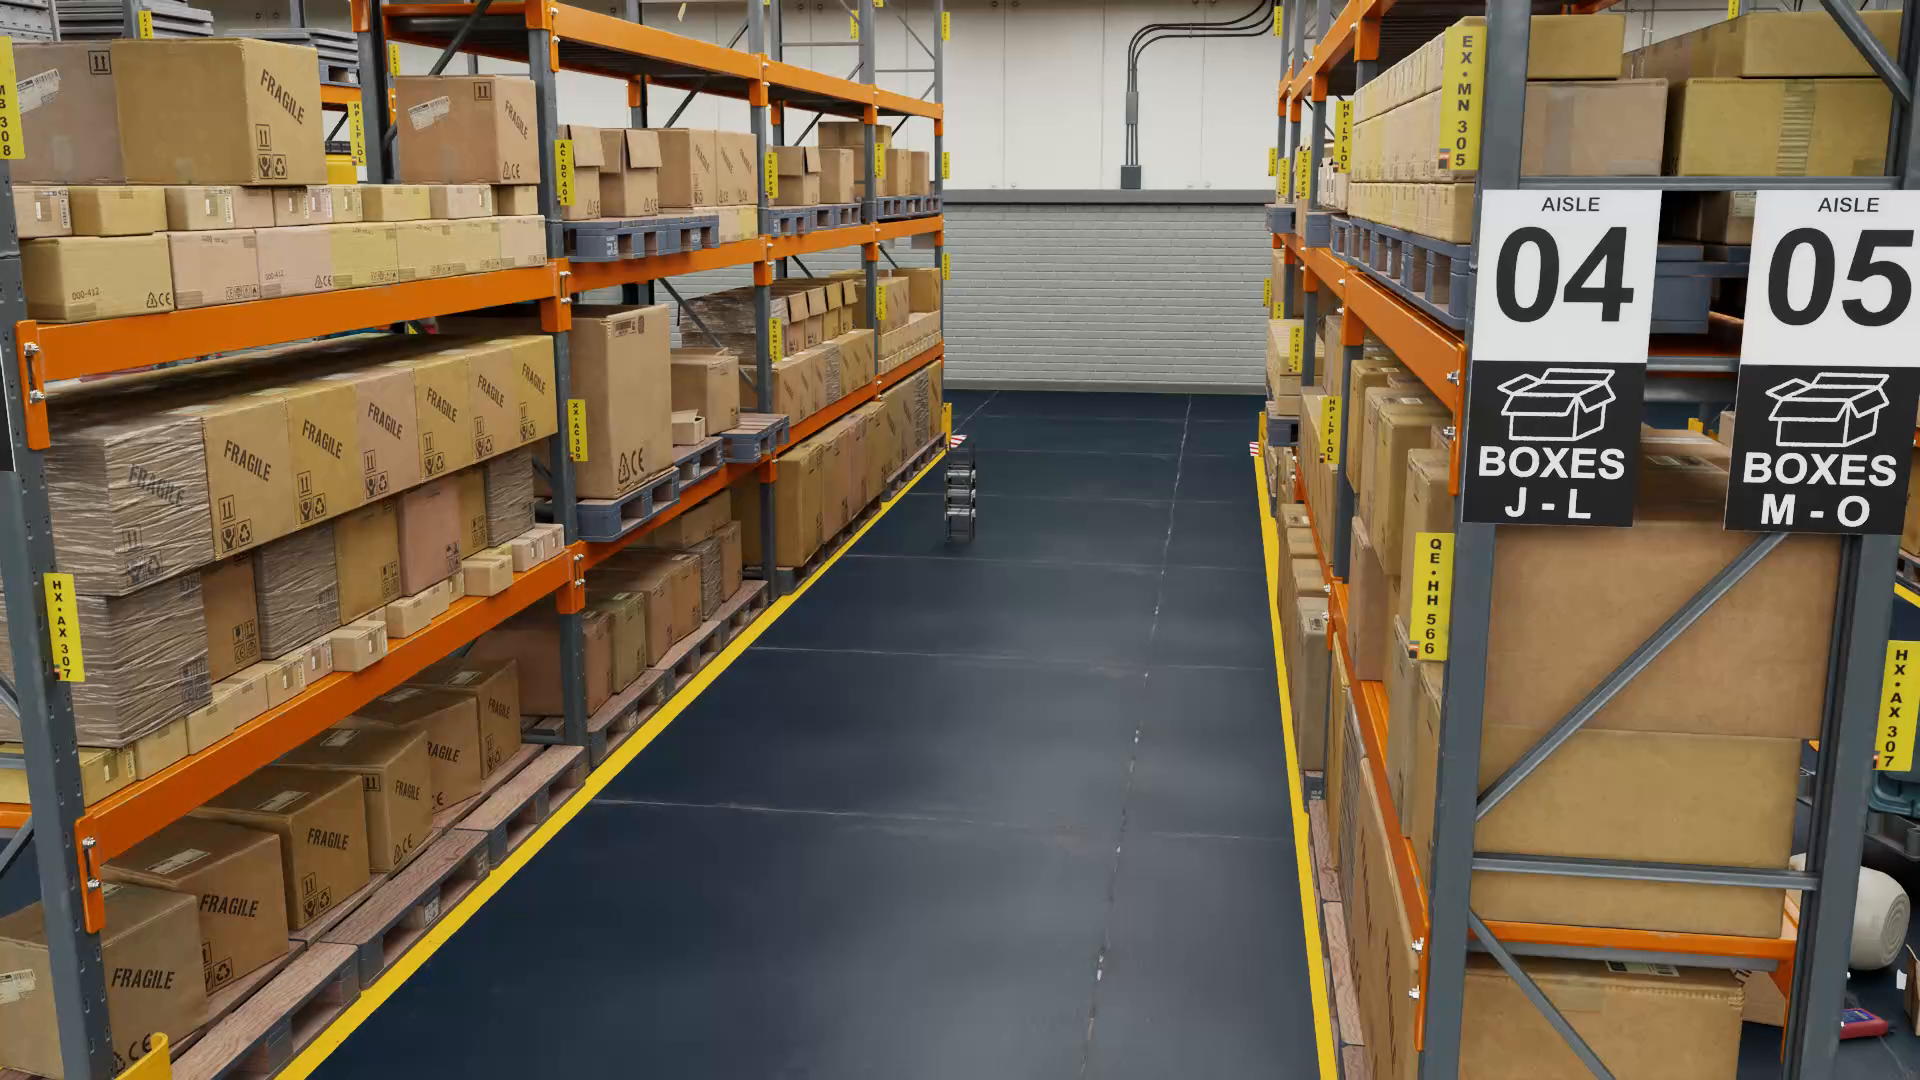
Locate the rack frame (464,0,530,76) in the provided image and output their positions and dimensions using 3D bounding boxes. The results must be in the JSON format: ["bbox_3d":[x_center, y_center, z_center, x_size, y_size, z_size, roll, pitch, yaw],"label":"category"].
[{"bbox_3d":[-5.602,-5.761,20.622,1.000,3.000,0.127,2,12,9],"label":"rack frame"}]

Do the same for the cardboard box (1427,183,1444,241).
[{"bbox_3d":[1.472,-0.886,4.482,0.380,0.149,0.250,2,12,9],"label":"cardboard box"}]

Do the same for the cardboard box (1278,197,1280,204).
[{"bbox_3d":[3.704,-3.577,17.963,0.500,0.250,0.500,1,12,7],"label":"cardboard box"}]

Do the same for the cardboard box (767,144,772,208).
[{"bbox_3d":[-1.916,-2.854,13.011,0.797,0.503,0.637,3,12,12],"label":"cardboard box"}]

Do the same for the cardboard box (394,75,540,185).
[{"bbox_3d":[-2.371,-1.973,8.034,0.500,0.500,0.500,2,12,7],"label":"cardboard box"}]

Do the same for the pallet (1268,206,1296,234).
[{"bbox_3d":[3.205,-2.687,13.923,1.213,0.211,1.003,2,12,9],"label":"pallet"}]

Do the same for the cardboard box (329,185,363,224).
[{"bbox_3d":[-2.644,-1.353,6.698,0.380,0.149,0.250,1,12,7],"label":"cardboard box"}]

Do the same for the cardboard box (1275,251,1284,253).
[{"bbox_3d":[3.775,-2.979,18.637,0.500,0.500,0.500,2,12,10],"label":"cardboard box"}]

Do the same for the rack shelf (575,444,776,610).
[{"bbox_3d":[-2.246,-0.235,10.926,1.077,0.370,4.000,2,12,9],"label":"rack shelf"}]

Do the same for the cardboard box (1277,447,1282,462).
[{"bbox_3d":[3.187,-0.858,15.268,0.500,0.250,0.500,1,12,6],"label":"cardboard box"}]

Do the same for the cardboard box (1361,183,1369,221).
[{"bbox_3d":[1.823,-1.363,6.697,0.380,0.149,0.250,2,12,8],"label":"cardboard box"}]

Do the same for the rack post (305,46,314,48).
[{"bbox_3d":[-6.403,-4.258,14.837,0.937,0.300,0.954,3,13,15],"label":"rack post"}]

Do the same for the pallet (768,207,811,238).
[{"bbox_3d":[-1.892,-2.512,13.116,1.213,0.211,1.003,2,12,11],"label":"pallet"}]

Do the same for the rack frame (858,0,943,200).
[{"bbox_3d":[-0.708,-5.601,19.877,1.000,3.000,0.127,2,12,9],"label":"rack frame"}]

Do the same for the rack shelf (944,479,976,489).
[{"bbox_3d":[0.001,-0.497,15.151,0.258,0.077,0.200,2,12,9],"label":"rack shelf"}]

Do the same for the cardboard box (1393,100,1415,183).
[{"bbox_3d":[1.672,-1.268,5.307,0.500,0.250,0.500,2,12,8],"label":"cardboard box"}]

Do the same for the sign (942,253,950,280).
[{"bbox_3d":[-0.174,-3.329,20.267,0.100,0.325,0.005,2,12,9],"label":"sign"}]

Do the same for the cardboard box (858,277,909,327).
[{"bbox_3d":[-0.838,-2.576,17.953,0.500,0.500,0.500,1,12,7],"label":"cardboard box"}]

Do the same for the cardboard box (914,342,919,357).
[{"bbox_3d":[-0.673,-2.142,18.666,0.380,0.149,0.250,2,12,10],"label":"cardboard box"}]

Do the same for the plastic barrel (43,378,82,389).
[{"bbox_3d":[-6.780,-0.997,12.489,0.421,0.512,0.421,0,12,0],"label":"plastic barrel"}]

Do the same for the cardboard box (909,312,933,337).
[{"bbox_3d":[-0.599,-2.525,19.496,0.500,0.250,0.500,2,12,8],"label":"cardboard box"}]

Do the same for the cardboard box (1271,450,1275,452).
[{"bbox_3d":[3.556,-0.877,17.968,0.380,0.149,0.250,2,12,9],"label":"cardboard box"}]

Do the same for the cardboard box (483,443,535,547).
[{"bbox_3d":[-2.684,-0.272,8.451,0.875,0.500,0.500,2,12,9],"label":"cardboard box"}]

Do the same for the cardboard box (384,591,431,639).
[{"bbox_3d":[-2.541,0.319,7.246,0.380,0.149,0.250,2,12,9],"label":"cardboard box"}]

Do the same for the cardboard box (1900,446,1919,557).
[{"bbox_3d":[8.321,-0.361,13.851,0.875,0.875,0.875,2,12,10],"label":"cardboard box"}]

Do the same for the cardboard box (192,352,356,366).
[{"bbox_3d":[-3.027,-0.559,7.408,0.500,0.500,0.500,2,12,9],"label":"cardboard box"}]

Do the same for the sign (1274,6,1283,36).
[{"bbox_3d":[3.641,-5.932,19.009,0.100,0.325,0.005,2,12,9],"label":"sign"}]

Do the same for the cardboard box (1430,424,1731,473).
[{"bbox_3d":[2.026,-0.062,5.500,0.875,0.550,0.550,2,12,9],"label":"cardboard box"}]

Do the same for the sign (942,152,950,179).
[{"bbox_3d":[-0.174,-4.508,20.013,0.100,0.325,0.005,2,12,9],"label":"sign"}]

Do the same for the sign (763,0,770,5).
[{"bbox_3d":[-1.868,-5.325,16.005,0.100,0.325,0.005,2,12,9],"label":"sign"}]

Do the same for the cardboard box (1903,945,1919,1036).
[{"bbox_3d":[3.887,1.766,6.426,0.396,0.266,0.258,4,13,18],"label":"cardboard box"}]

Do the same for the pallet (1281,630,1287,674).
[{"bbox_3d":[2.751,0.704,11.482,1.003,0.211,1.213,2,12,9],"label":"pallet"}]

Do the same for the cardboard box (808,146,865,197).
[{"bbox_3d":[-1.262,-3.769,17.029,0.700,0.500,0.500,1,12,5],"label":"cardboard box"}]

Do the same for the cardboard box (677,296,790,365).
[{"bbox_3d":[-1.810,-1.693,13.369,0.797,0.503,0.637,2,12,11],"label":"cardboard box"}]

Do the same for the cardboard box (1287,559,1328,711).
[{"bbox_3d":[2.490,0.574,9.812,1.050,0.750,0.750,2,12,9],"label":"cardboard box"}]

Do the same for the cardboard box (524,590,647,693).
[{"bbox_3d":[-2.346,0.611,10.183,0.700,0.500,0.500,2,12,8],"label":"cardboard box"}]

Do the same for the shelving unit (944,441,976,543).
[{"bbox_3d":[0.001,-0.442,15.163,0.258,0.900,0.210,2,12,9],"label":"shelving unit"}]

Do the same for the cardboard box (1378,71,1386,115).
[{"bbox_3d":[1.745,-1.646,6.116,0.380,0.149,0.250,2,12,9],"label":"cardboard box"}]

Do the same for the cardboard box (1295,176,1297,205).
[{"bbox_3d":[3.219,-3.105,14.633,0.500,0.311,0.500,2,12,8],"label":"cardboard box"}]

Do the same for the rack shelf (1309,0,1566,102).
[{"bbox_3d":[2.639,-2.790,9.492,1.077,0.370,4.000,2,12,9],"label":"rack shelf"}]

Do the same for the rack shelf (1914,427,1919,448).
[{"bbox_3d":[8.161,-0.746,13.299,1.077,0.370,4.000,2,12,9],"label":"rack shelf"}]

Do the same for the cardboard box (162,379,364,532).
[{"bbox_3d":[-2.656,-0.334,6.363,0.500,0.500,0.500,2,12,9],"label":"cardboard box"}]

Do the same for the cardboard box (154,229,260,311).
[{"bbox_3d":[-2.766,-0.930,5.680,0.500,0.250,0.500,2,12,7],"label":"cardboard box"}]

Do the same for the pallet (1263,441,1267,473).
[{"bbox_3d":[4.006,-0.939,19.107,1.003,0.211,1.213,2,12,9],"label":"pallet"}]

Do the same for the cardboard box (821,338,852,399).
[{"bbox_3d":[-1.282,-1.566,15.159,0.500,0.500,0.500,2,12,8],"label":"cardboard box"}]

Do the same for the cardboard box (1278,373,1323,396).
[{"bbox_3d":[2.573,-1.166,12.435,0.380,0.149,0.250,2,12,10],"label":"cardboard box"}]

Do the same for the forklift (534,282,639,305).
[{"bbox_3d":[-3.508,-1.538,15.431,1.130,2.935,3.031,2,12,11],"label":"forklift"}]

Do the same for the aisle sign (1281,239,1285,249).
[{"bbox_3d":[3.892,-3.782,19.508,0.394,0.787,0.004,2,12,9],"label":"aisle sign"}]

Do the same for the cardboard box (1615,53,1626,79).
[{"bbox_3d":[2.279,-1.467,5.285,0.380,0.149,0.250,2,12,8],"label":"cardboard box"}]

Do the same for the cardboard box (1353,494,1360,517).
[{"bbox_3d":[2.287,0.016,7.701,0.875,0.550,0.550,2,12,9],"label":"cardboard box"}]

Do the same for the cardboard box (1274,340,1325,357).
[{"bbox_3d":[2.731,-1.523,13.386,0.380,0.149,0.250,2,12,9],"label":"cardboard box"}]

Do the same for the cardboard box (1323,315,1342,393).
[{"bbox_3d":[2.868,-1.265,11.390,0.700,0.500,0.500,2,12,8],"label":"cardboard box"}]

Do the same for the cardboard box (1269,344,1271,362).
[{"bbox_3d":[2.930,-1.652,14.690,0.380,0.149,0.250,1,12,6],"label":"cardboard box"}]

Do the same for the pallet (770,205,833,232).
[{"bbox_3d":[-1.723,-2.745,14.196,1.003,0.211,1.213,2,12,11],"label":"pallet"}]

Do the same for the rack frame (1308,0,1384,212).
[{"bbox_3d":[2.947,-3.753,11.306,1.000,3.000,0.127,2,12,9],"label":"rack frame"}]

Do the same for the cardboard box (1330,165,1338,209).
[{"bbox_3d":[2.384,-2.037,9.440,0.500,0.311,0.500,1,12,7],"label":"cardboard box"}]
